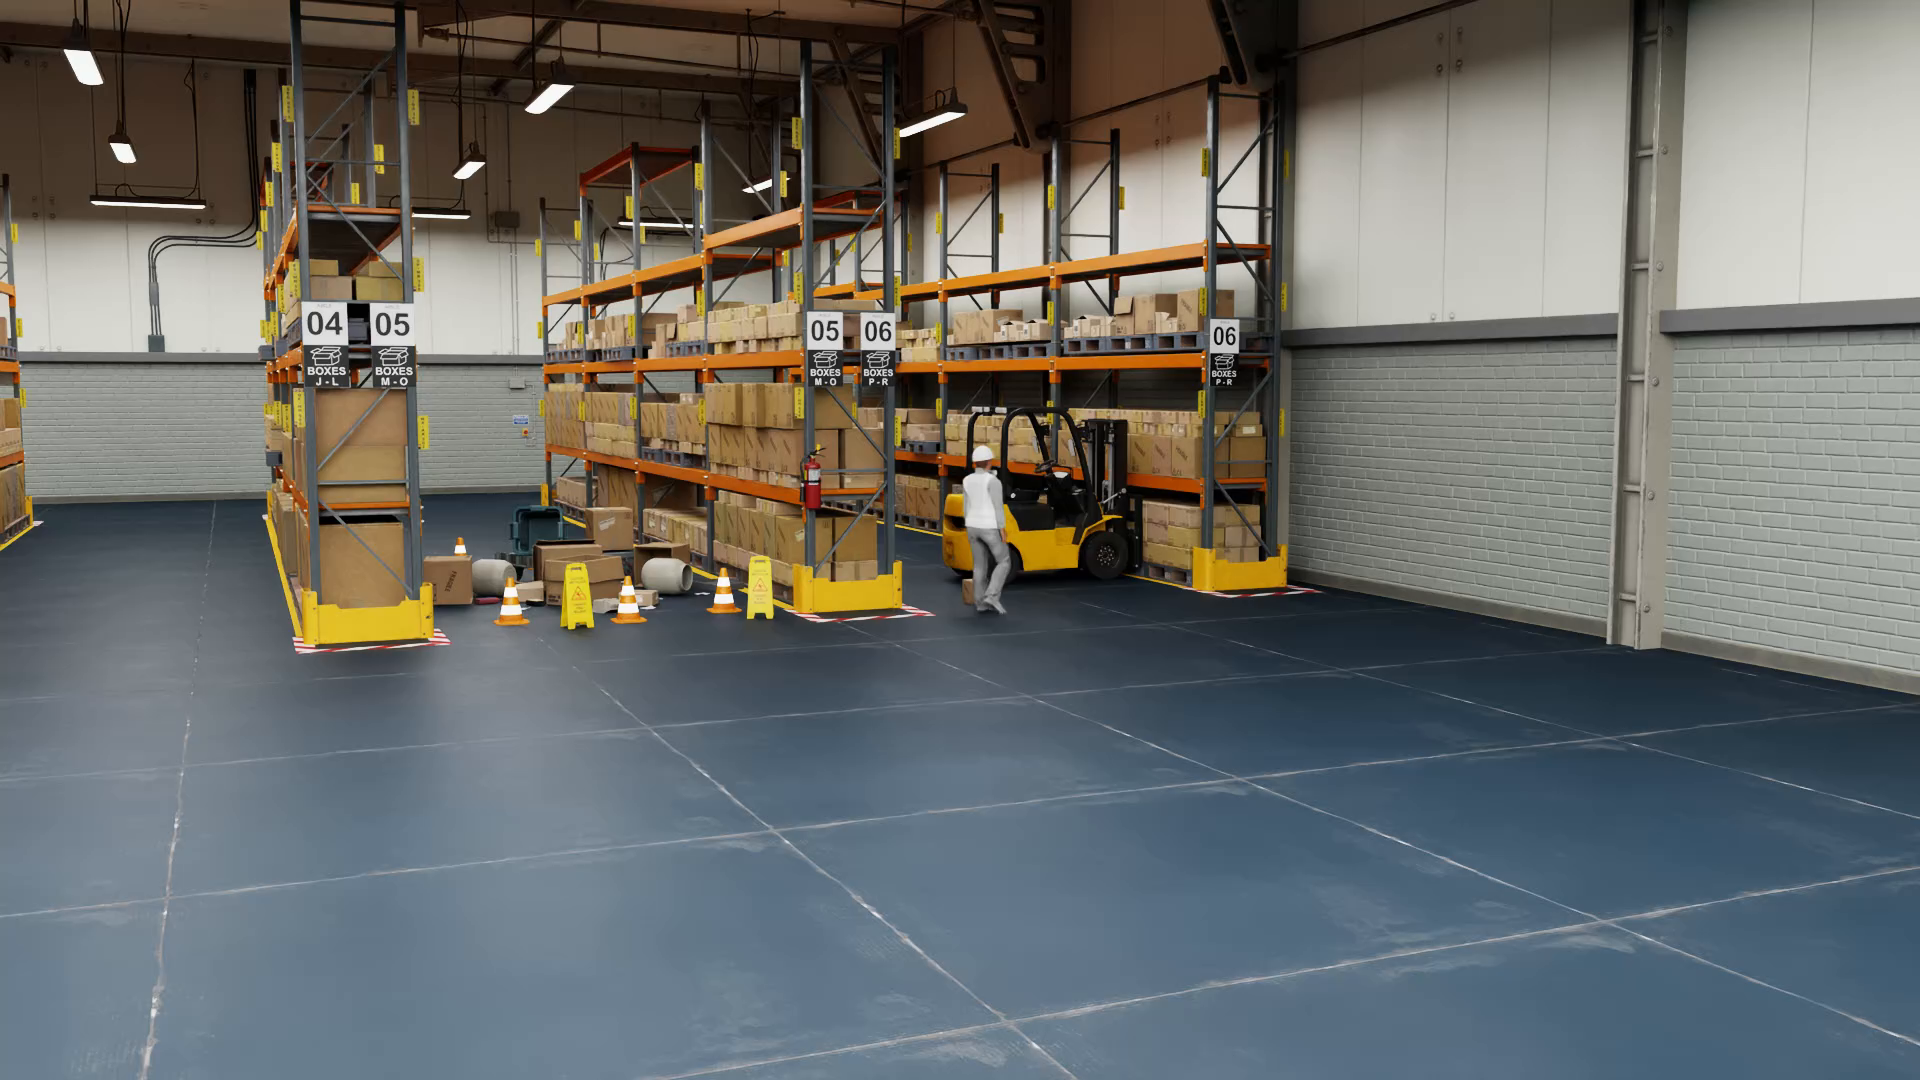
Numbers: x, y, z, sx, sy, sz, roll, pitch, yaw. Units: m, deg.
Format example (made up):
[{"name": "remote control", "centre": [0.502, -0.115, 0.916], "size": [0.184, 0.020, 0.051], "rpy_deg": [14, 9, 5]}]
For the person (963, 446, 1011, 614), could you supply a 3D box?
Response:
[{"name": "person", "centre": [0.289, -0.105, 17.818], "size": [0.558, 1.812, 0.425], "rpy_deg": [5, 7, 40]}]
